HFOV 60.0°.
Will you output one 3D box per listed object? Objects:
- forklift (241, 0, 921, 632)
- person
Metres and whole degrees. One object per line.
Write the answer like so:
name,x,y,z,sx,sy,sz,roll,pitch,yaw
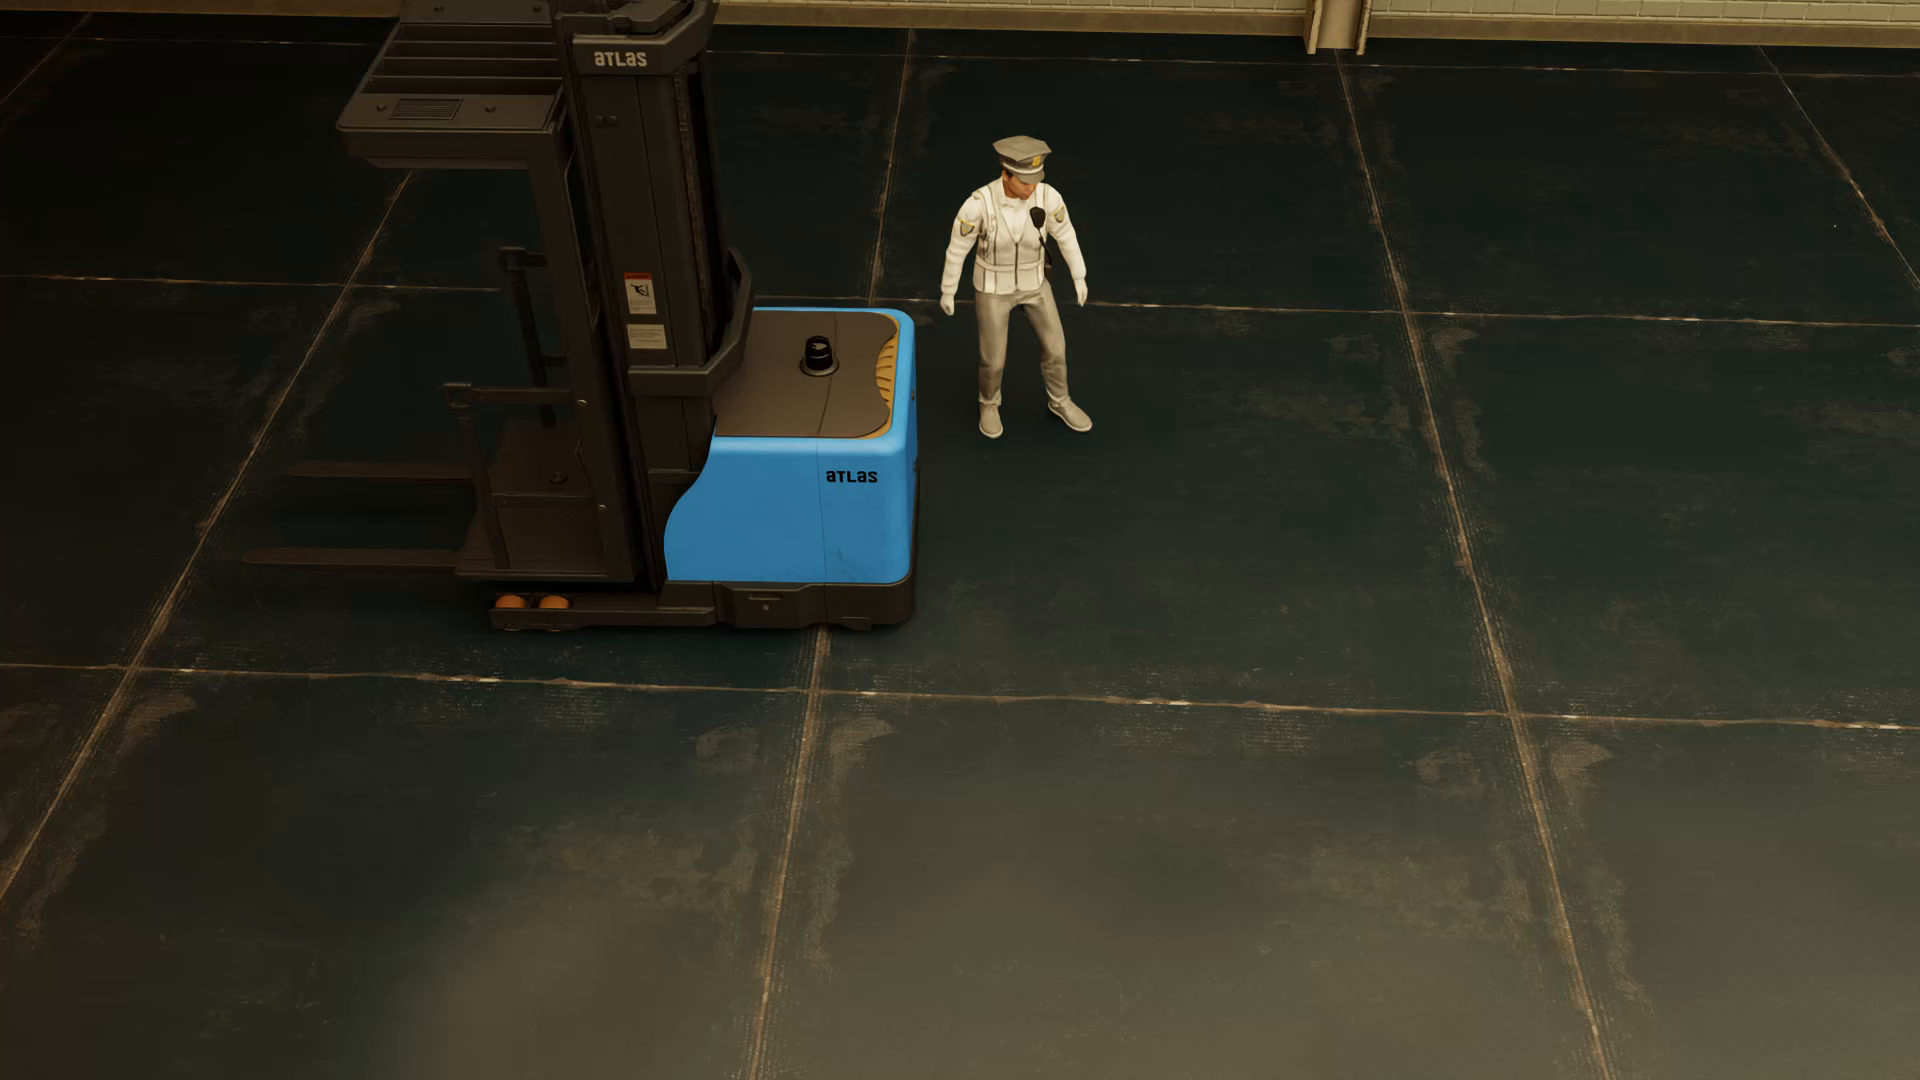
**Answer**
forklift,-1.716,-1.028,6.868,3.031,2.935,1.130,1,42,1
person,0.285,-1.212,8.033,0.753,1.641,0.365,-9,43,-10
